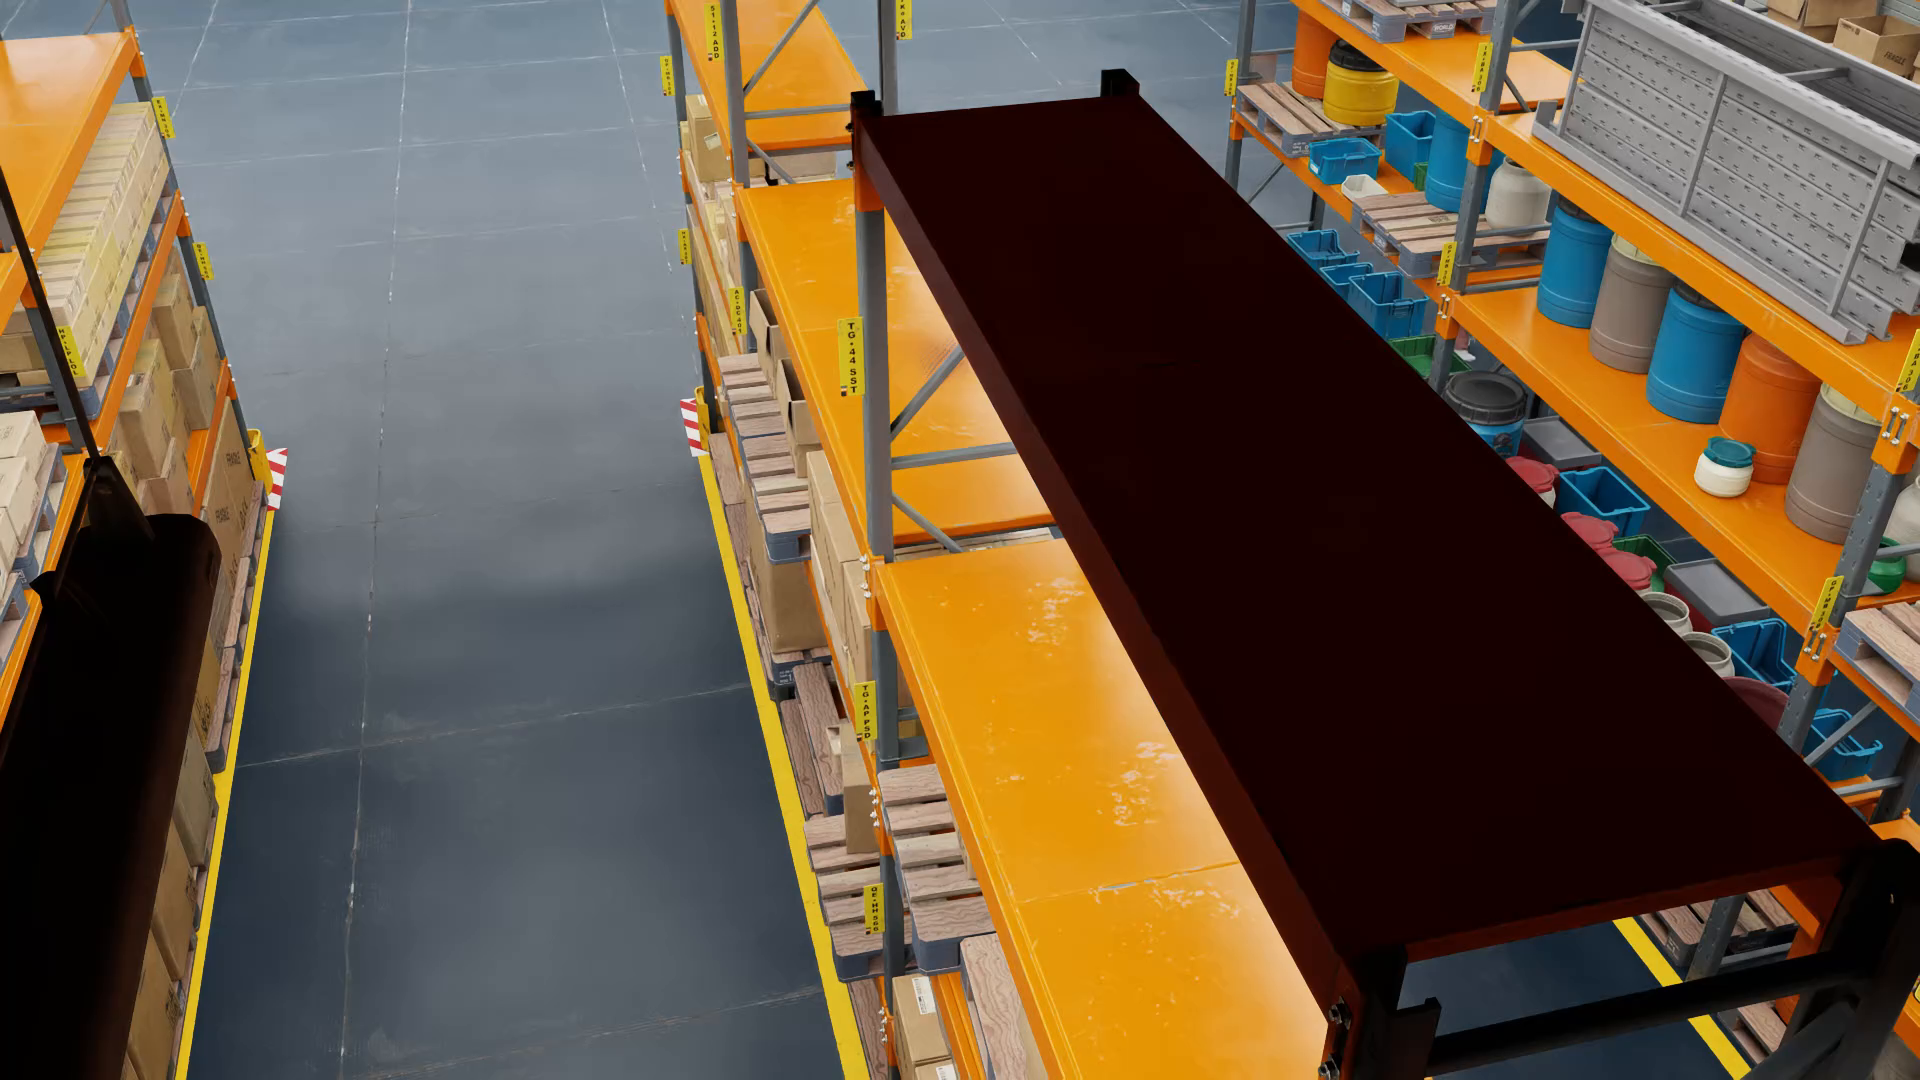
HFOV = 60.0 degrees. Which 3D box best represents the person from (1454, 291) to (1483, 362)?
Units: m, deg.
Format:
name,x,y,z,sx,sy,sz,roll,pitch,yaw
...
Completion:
name,x,y,z,sx,sy,sz,roll,pitch,yaw
person,5.043,-2.606,16.432,0.352,1.695,0.495,2,34,3
